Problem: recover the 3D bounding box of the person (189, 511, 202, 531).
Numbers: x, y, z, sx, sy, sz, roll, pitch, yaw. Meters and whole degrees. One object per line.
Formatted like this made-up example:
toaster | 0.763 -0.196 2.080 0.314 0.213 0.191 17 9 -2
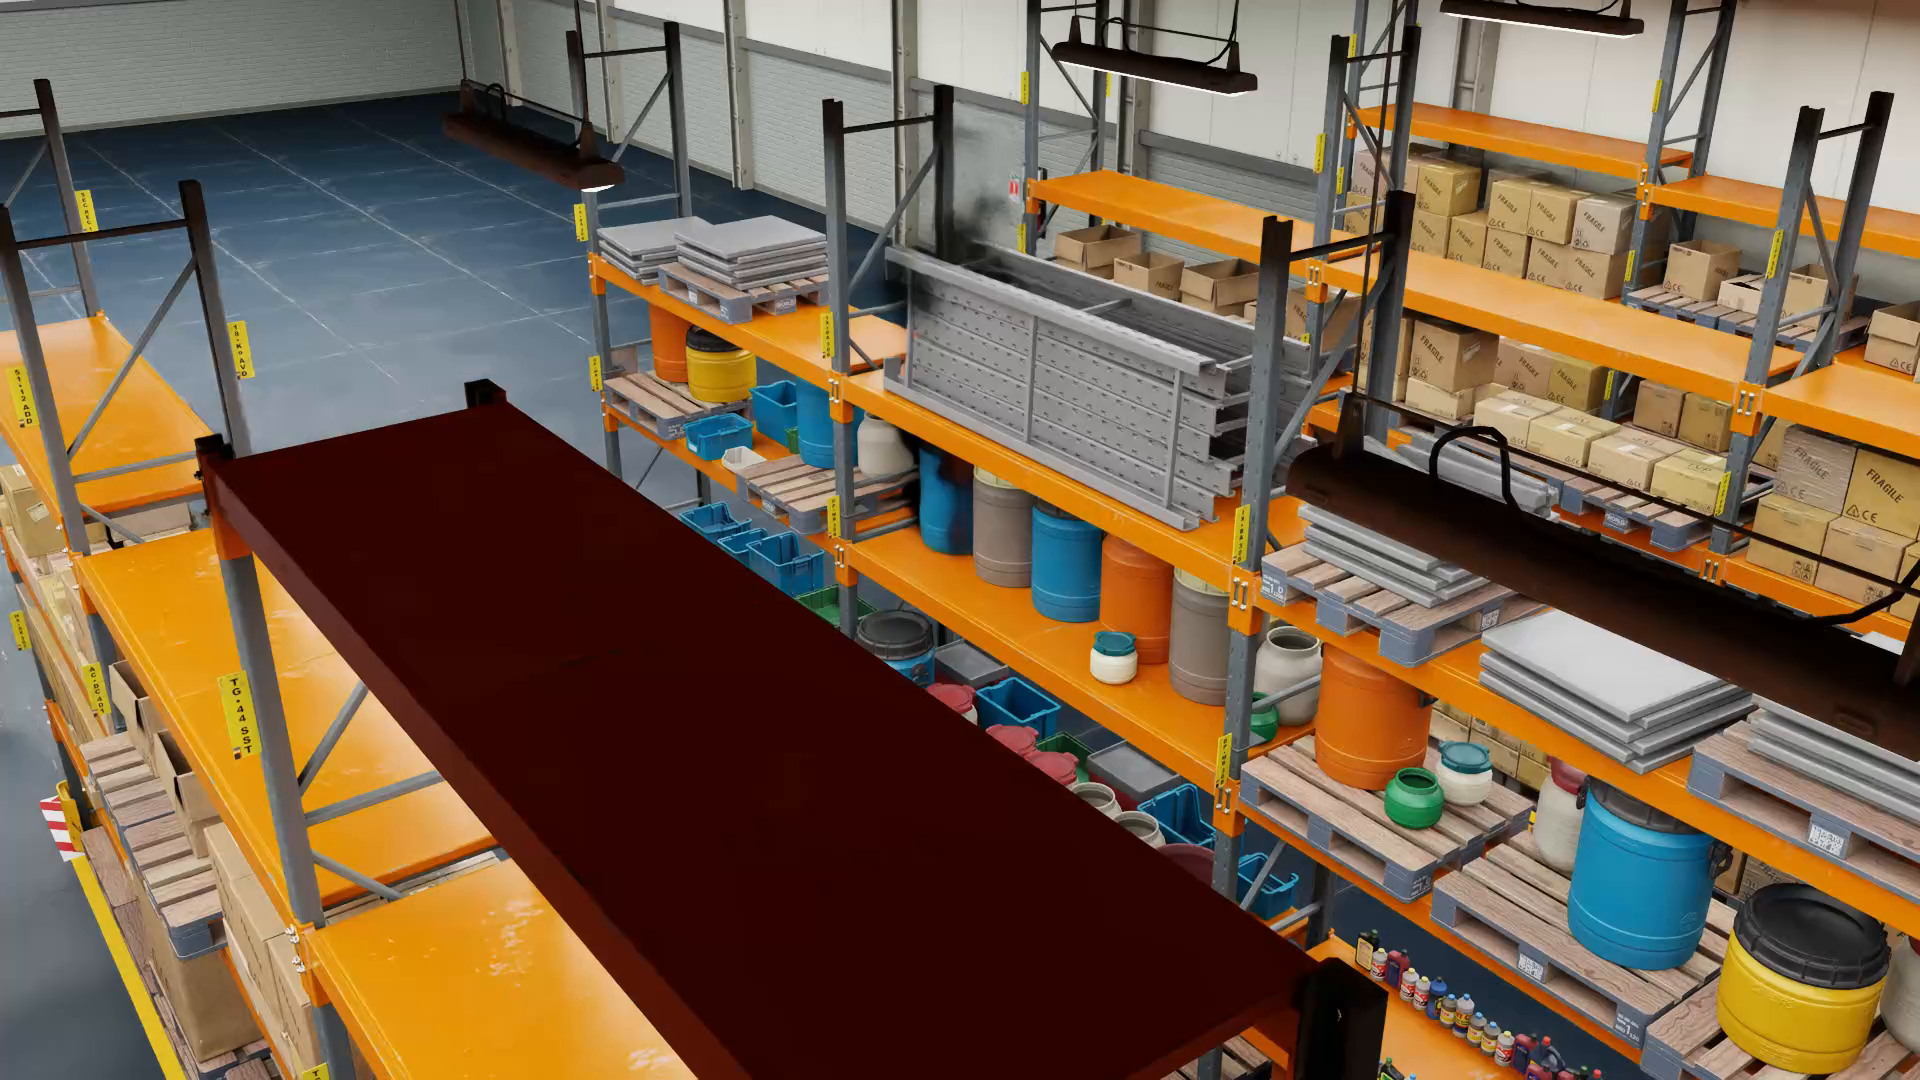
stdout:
person | -9.127 -0.777 18.551 1.026 1.804 0.649 -7 26 -15
